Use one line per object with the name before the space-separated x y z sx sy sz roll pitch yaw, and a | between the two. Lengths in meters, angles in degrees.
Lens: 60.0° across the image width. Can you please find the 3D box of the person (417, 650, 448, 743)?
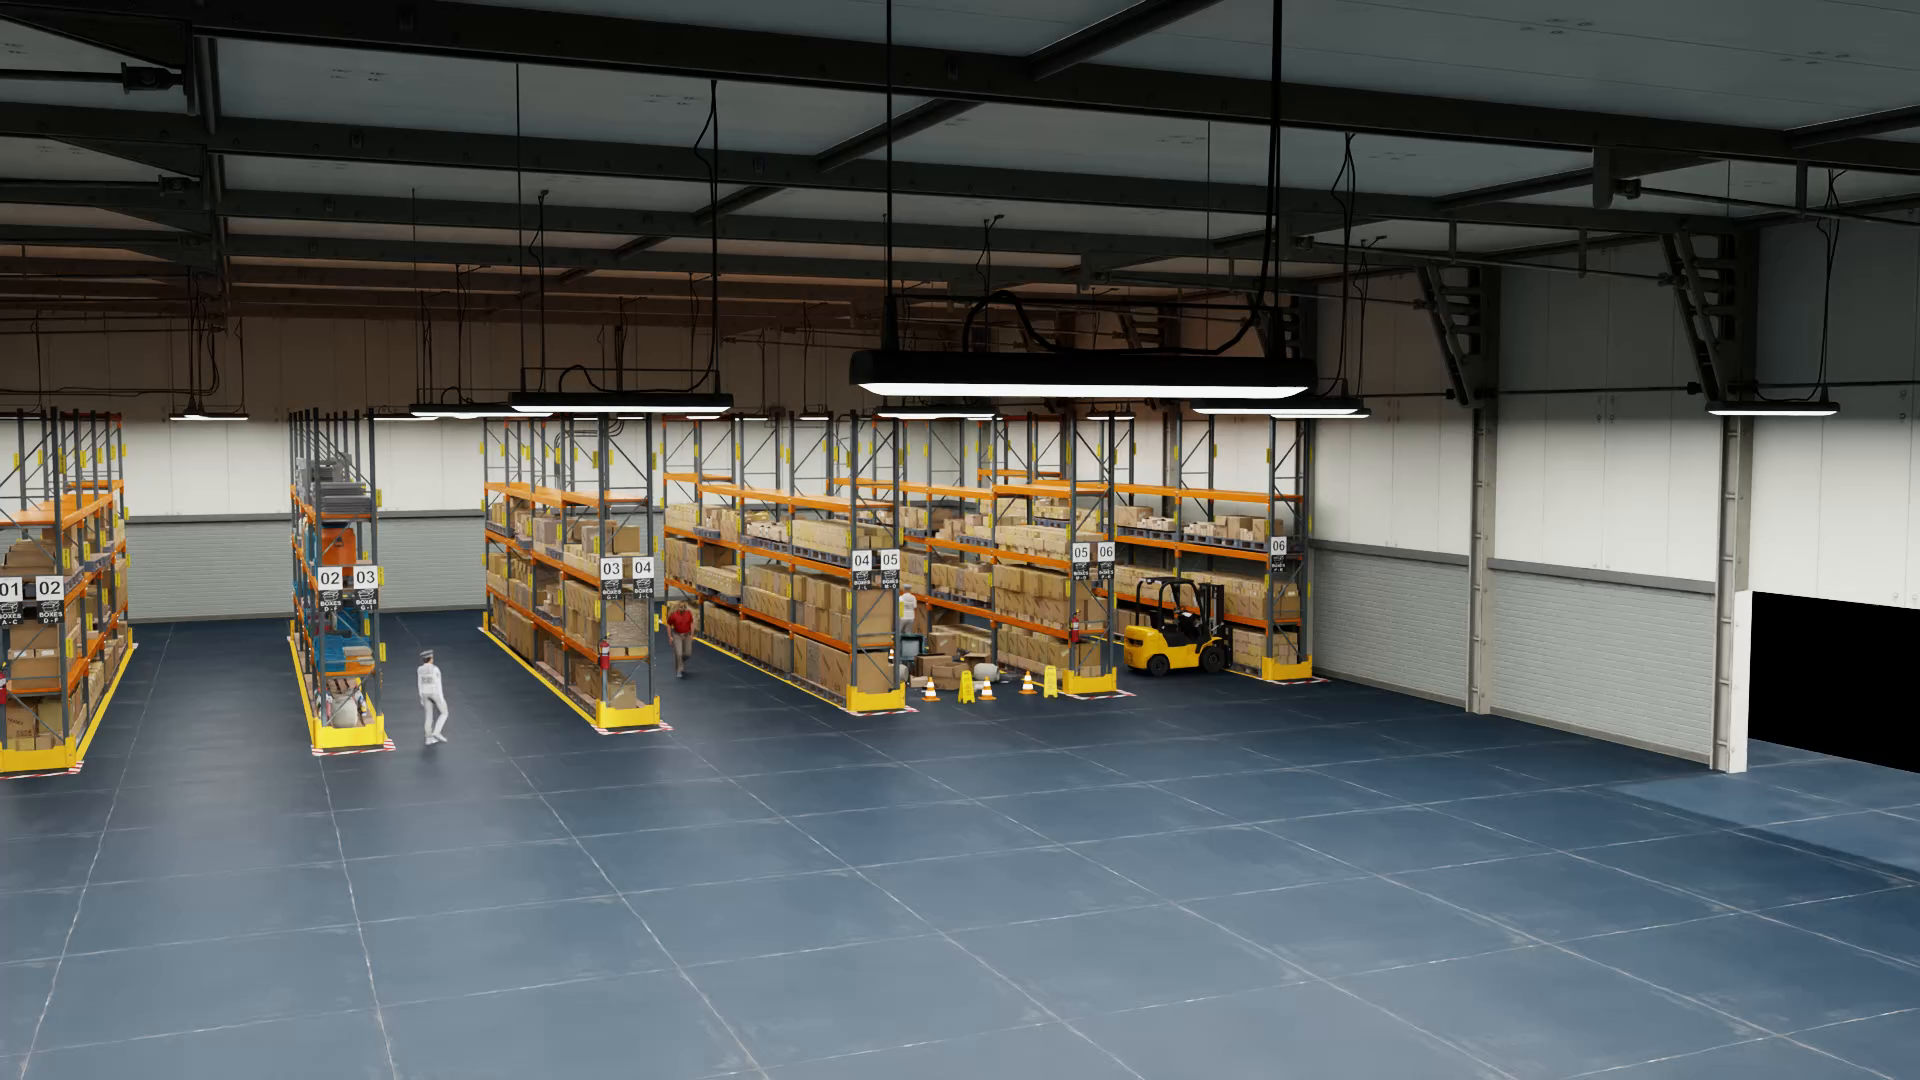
person | -9.449 2.803 29.755 0.589 1.651 0.441 1 4 12

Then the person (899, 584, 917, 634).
person | -1.312 1.967 40.992 0.579 1.753 0.484 -2 5 -29

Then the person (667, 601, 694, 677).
person | -6.381 2.228 37.880 0.619 1.712 0.658 -2 5 -30
